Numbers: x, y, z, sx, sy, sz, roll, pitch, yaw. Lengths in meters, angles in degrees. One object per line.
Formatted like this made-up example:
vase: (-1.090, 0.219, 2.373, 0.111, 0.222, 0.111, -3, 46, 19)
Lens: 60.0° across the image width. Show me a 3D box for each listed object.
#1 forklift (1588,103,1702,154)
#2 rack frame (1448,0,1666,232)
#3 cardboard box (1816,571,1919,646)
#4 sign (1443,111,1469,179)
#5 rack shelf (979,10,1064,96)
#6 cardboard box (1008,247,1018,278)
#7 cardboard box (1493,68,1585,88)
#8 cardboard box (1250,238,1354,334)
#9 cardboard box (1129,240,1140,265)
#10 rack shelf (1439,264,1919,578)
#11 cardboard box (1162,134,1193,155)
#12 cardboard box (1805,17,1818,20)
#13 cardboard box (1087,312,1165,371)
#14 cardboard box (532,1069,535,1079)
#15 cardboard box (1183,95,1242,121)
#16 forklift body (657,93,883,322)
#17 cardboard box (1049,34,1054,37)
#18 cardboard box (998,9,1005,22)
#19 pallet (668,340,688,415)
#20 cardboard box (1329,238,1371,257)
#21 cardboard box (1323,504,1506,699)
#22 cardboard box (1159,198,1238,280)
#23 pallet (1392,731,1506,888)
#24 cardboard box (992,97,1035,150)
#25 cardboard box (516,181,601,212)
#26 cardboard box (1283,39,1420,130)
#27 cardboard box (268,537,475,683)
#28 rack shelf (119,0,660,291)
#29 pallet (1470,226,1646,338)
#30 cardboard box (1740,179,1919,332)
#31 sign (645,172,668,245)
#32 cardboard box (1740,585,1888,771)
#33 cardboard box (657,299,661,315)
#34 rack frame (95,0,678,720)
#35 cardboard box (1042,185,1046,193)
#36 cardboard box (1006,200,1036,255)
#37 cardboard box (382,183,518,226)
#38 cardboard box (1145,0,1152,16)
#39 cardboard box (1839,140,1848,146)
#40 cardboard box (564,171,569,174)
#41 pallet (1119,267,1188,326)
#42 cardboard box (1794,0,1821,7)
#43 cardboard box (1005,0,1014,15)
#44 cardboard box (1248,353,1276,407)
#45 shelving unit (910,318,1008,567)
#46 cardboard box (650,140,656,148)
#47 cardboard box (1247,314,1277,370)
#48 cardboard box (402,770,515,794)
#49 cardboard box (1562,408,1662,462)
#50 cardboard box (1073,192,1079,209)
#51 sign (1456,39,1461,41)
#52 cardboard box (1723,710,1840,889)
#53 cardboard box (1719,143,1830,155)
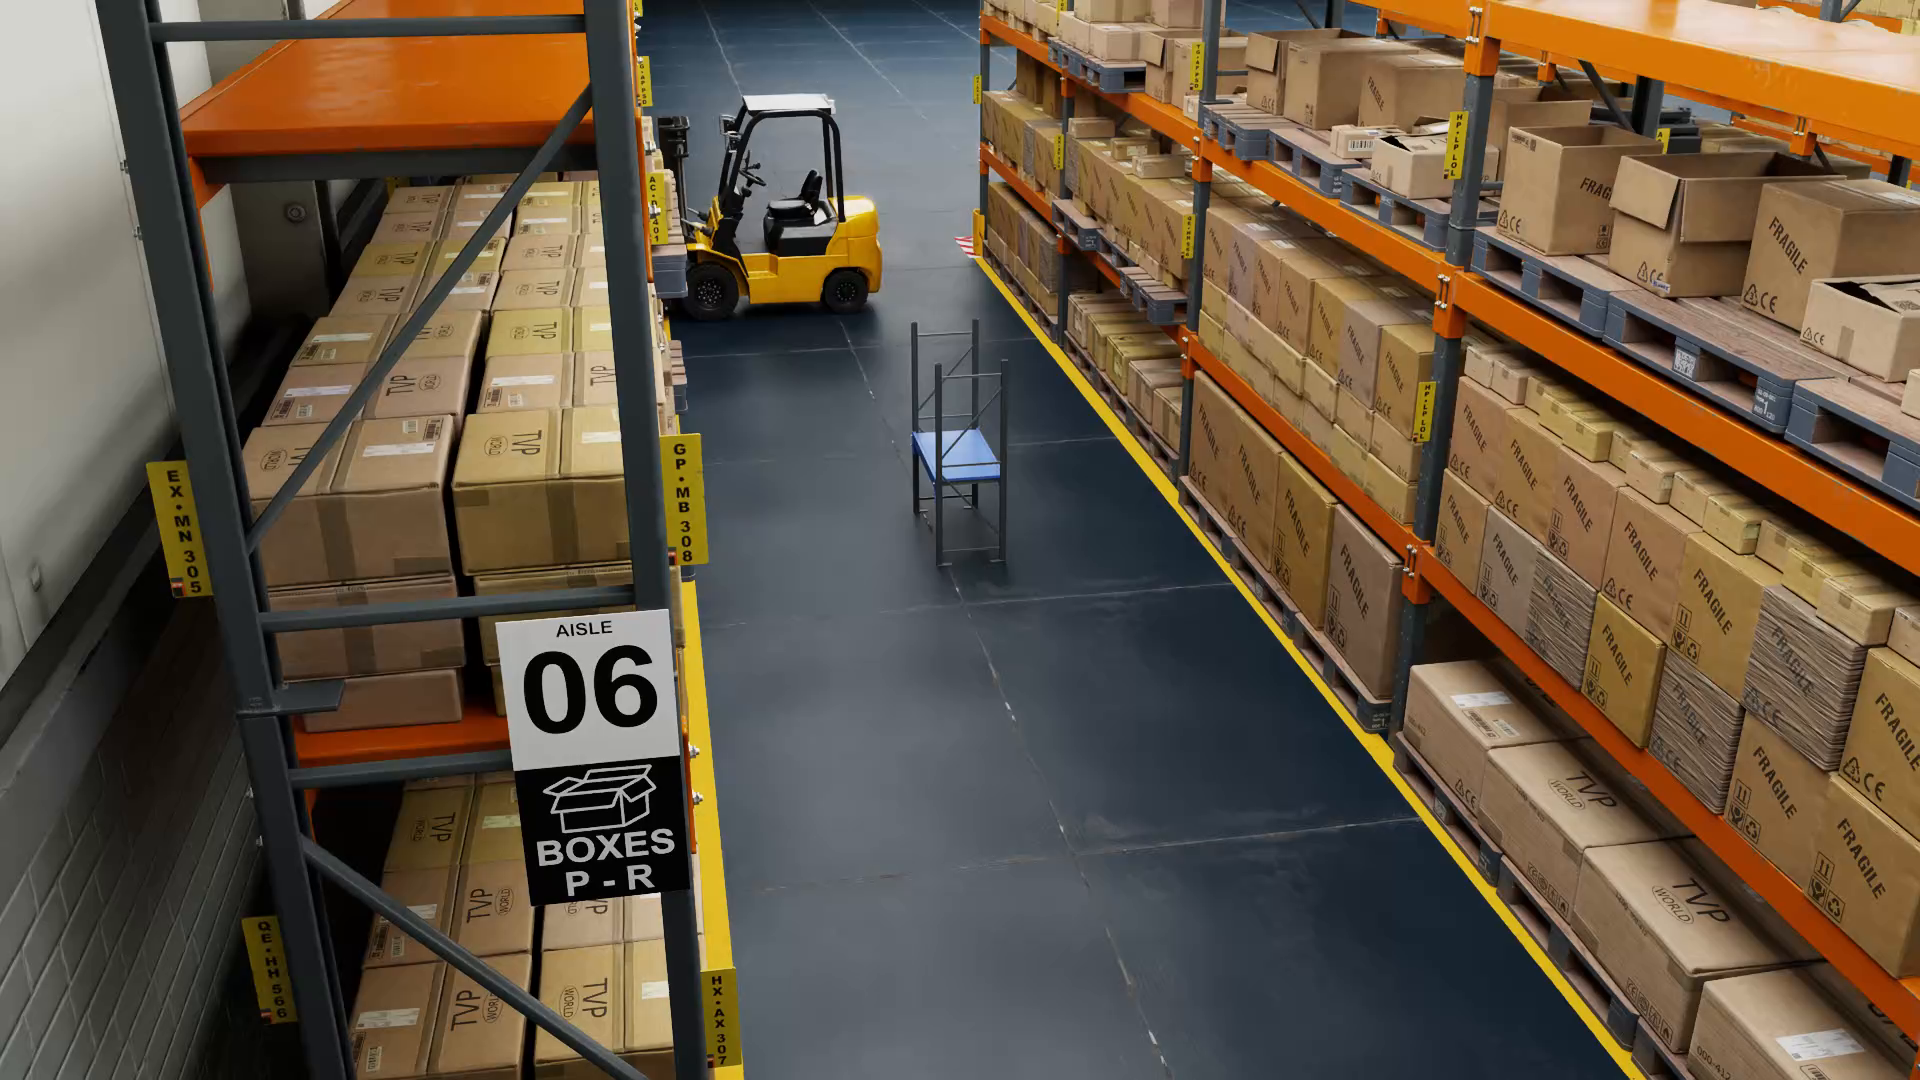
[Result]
forklift: (5.094, -1.998, 13.163, 1.130, 2.935, 3.031, 8, 25, 17)
rack frame: (2.960, -2.967, 7.800, 1.000, 3.000, 0.127, -4, 24, -10)
cardboard box: (3.235, 0.234, 5.781, 0.380, 0.149, 0.250, -5, 24, -10)
sign: (2.428, -1.930, 8.134, 0.100, 0.325, 0.005, -4, 24, -10)
rack shelf: (1.111, -5.196, 17.551, 1.077, 0.370, 4.000, -4, 24, -10)
cardboard box: (0.818, -3.118, 18.551, 0.500, 0.250, 0.500, -3, 24, -6)
cardboard box: (6.076, -4.690, 17.703, 0.875, 0.550, 0.550, -4, 24, -10)
cardboard box: (2.253, -1.684, 10.984, 0.500, 0.500, 0.500, -4, 24, -8)
cardboard box: (1.613, -2.383, 13.747, 0.380, 0.149, 0.250, -4, 24, -9)
rack shelf: (3.329, -0.476, 6.743, 1.077, 0.370, 4.000, -4, 24, -10)
cardboard box: (2.002, -3.495, 14.674, 0.380, 0.149, 0.250, -5, 24, -12)
cardboard box: (7.056, -4.239, 13.999, 0.500, 0.250, 0.500, -4, 24, -8)
cardboard box: (1.716, -1.864, 15.529, 0.950, 0.372, 0.625, -3, 24, -6)
cardboard box: (-1.490, 1.625, 5.096, 0.380, 0.149, 0.250, -4, 24, -8)
cardboard box: (1.901, -3.256, 12.524, 0.380, 0.149, 0.250, -4, 24, -10)
forklift body: (-1.993, -3.569, 17.735, 2.313, 2.155, 1.214, -4, 24, -10)
cardboard box: (1.091, -4.930, 16.357, 0.380, 0.149, 0.250, -4, 24, -9)
cardboard box: (0.635, -5.839, 18.439, 0.380, 0.149, 0.250, -4, 24, -8)
pallet: (-2.463, -1.073, 11.199, 1.213, 0.211, 1.003, -4, 24, -10)
cardboard box: (2.761, -1.714, 11.053, 0.500, 0.500, 0.500, -4, 24, -10)
cardboard box: (2.766, 0.325, 9.887, 0.875, 0.875, 0.875, -4, 24, -8)
cardboard box: (1.863, -2.324, 12.802, 0.500, 0.500, 0.500, -5, 24, -11)
pallet: (3.023, 1.365, 8.861, 1.003, 0.211, 1.213, -4, 24, -10)
cardboard box: (0.655, -4.710, 18.789, 0.500, 0.500, 0.500, -4, 24, -8)
cardboard box: (-1.588, -1.340, 7.013, 0.500, 0.250, 0.500, -4, 24, -10)
cardboard box: (2.590, -3.029, 11.040, 0.700, 0.500, 0.500, -6, 24, -12)
cardboard box: (-1.528, 0.127, 4.279, 0.500, 0.250, 0.500, -5, 24, -11)
rack shelf: (-1.548, -1.480, 5.299, 1.077, 0.370, 4.000, -4, 24, -10)
pallet: (3.101, -1.229, 7.680, 1.003, 0.211, 1.213, -4, 24, -10)
cardboard box: (3.474, -1.107, 6.515, 0.500, 0.500, 0.500, -4, 24, -9)
sign: (-1.386, -1.504, 7.552, 0.100, 0.325, 0.005, -4, 24, -10)
cardboard box: (3.251, 0.476, 6.038, 0.500, 0.500, 0.500, -4, 24, -10)
cardboard box: (-3.183, -2.370, 16.216, 0.500, 0.250, 0.500, -4, 24, -10)
rack frame: (-1.178, -1.025, 3.353, 1.000, 3.000, 0.127, -4, 24, -10)
cardboard box: (1.065, -3.658, 17.192, 0.380, 0.149, 0.250, -5, 24, -10)
cardboard box: (0.809, -3.464, 18.407, 0.500, 0.500, 0.500, -4, 24, -9)
cardboard box: (-2.106, -1.305, 6.933, 0.500, 0.250, 0.500, -5, 24, -10)
cardboard box: (1.713, -4.873, 14.951, 0.500, 0.250, 0.500, -4, 24, -9)
cardboard box: (10.657, -4.741, 19.671, 0.380, 0.149, 0.250, -4, 24, -10)
cardboard box: (-2.138, -2.150, 9.864, 0.500, 0.250, 0.500, -4, 24, -10)
pallet: (1.984, -1.976, 13.266, 1.213, 0.211, 1.003, -4, 24, -10)
cardboard box: (10.416, -6.566, 19.976, 0.500, 0.250, 0.500, -5, 24, -11)
cardboard box: (0.775, -5.762, 17.764, 0.500, 0.250, 0.500, -4, 24, -8)
cardboard box: (2.267, -1.104, 11.217, 0.500, 0.250, 0.500, -4, 24, -8)
shelving unit: (-0.016, -0.721, 12.027, 0.538, 1.500, 1.048, -4, 24, -10)
cardboard box: (-1.740, -1.935, 8.477, 0.380, 0.149, 0.250, -5, 24, -11)
cardboard box: (2.246, -1.334, 11.119, 0.500, 0.250, 0.500, -4, 24, -10)
cardboard box: (-1.801, 0.892, 6.276, 0.500, 0.250, 0.500, -4, 24, -10)
cardboard box: (2.921, -0.470, 7.393, 0.380, 0.149, 0.250, -5, 24, -11)
cardboard box: (1.272, -3.201, 15.621, 0.380, 0.149, 0.250, -4, 24, -9)
sign: (6.123, -6.018, 20.538, 0.100, 0.325, 0.005, -4, 24, -10)
cardboard box: (3.272, 0.941, 6.223, 0.500, 0.500, 0.500, -5, 24, -11)
cardboard box: (6.898, -3.077, 14.174, 0.700, 0.500, 0.500, -5, 24, -11)
